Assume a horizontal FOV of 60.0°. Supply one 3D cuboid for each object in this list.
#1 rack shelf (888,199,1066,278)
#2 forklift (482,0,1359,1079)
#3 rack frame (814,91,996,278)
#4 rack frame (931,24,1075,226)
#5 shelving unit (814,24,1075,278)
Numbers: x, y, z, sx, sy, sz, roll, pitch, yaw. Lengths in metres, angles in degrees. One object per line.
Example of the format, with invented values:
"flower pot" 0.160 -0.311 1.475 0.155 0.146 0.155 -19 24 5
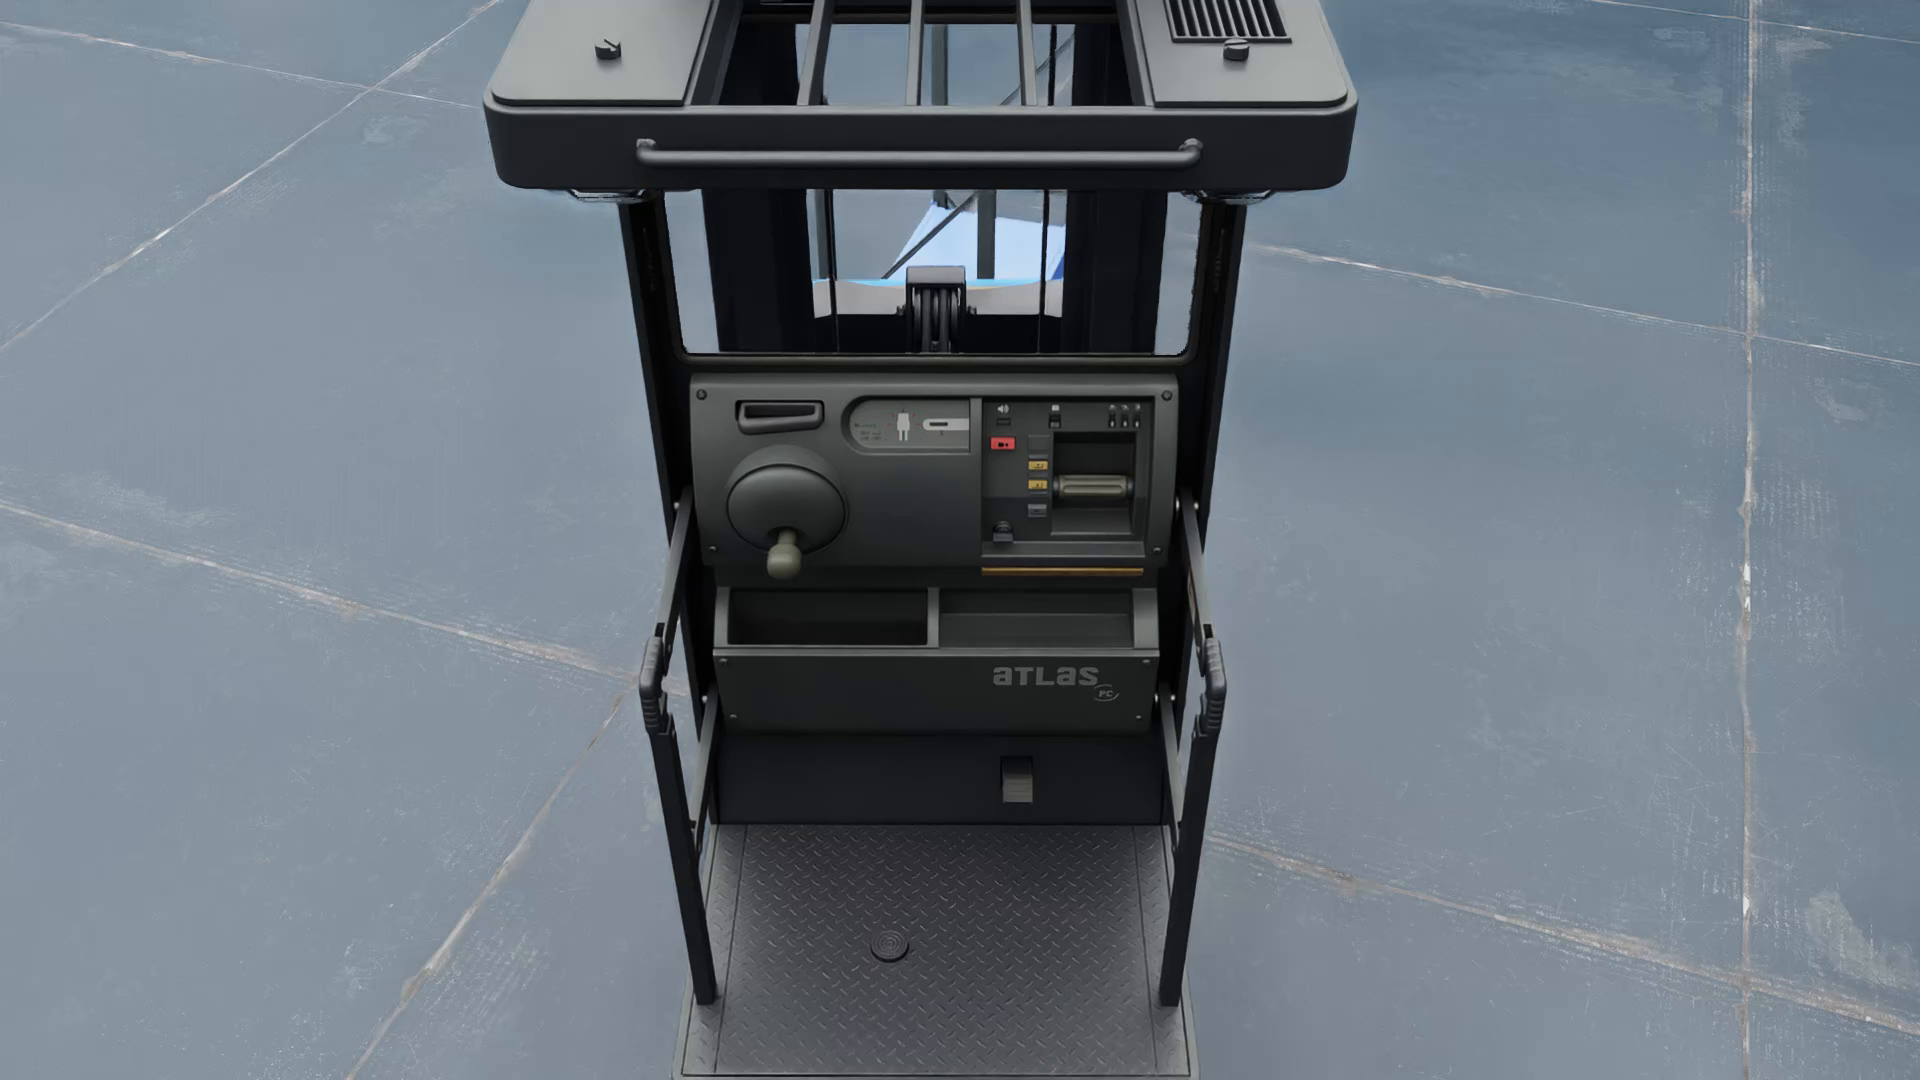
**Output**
"rack shelf" 0.002 -0.716 5.211 0.538 0.185 1.000 11 42 13
"forklift" -0.048 -0.041 3.040 1.130 2.935 3.031 0 40 0
"rack frame" -0.148 -0.538 4.725 0.500 1.500 0.032 11 42 13
"rack frame" 0.152 -1.168 5.463 0.500 1.500 0.032 11 42 13
"shelving unit" 0.002 -0.853 5.094 0.538 1.500 1.048 11 42 13
